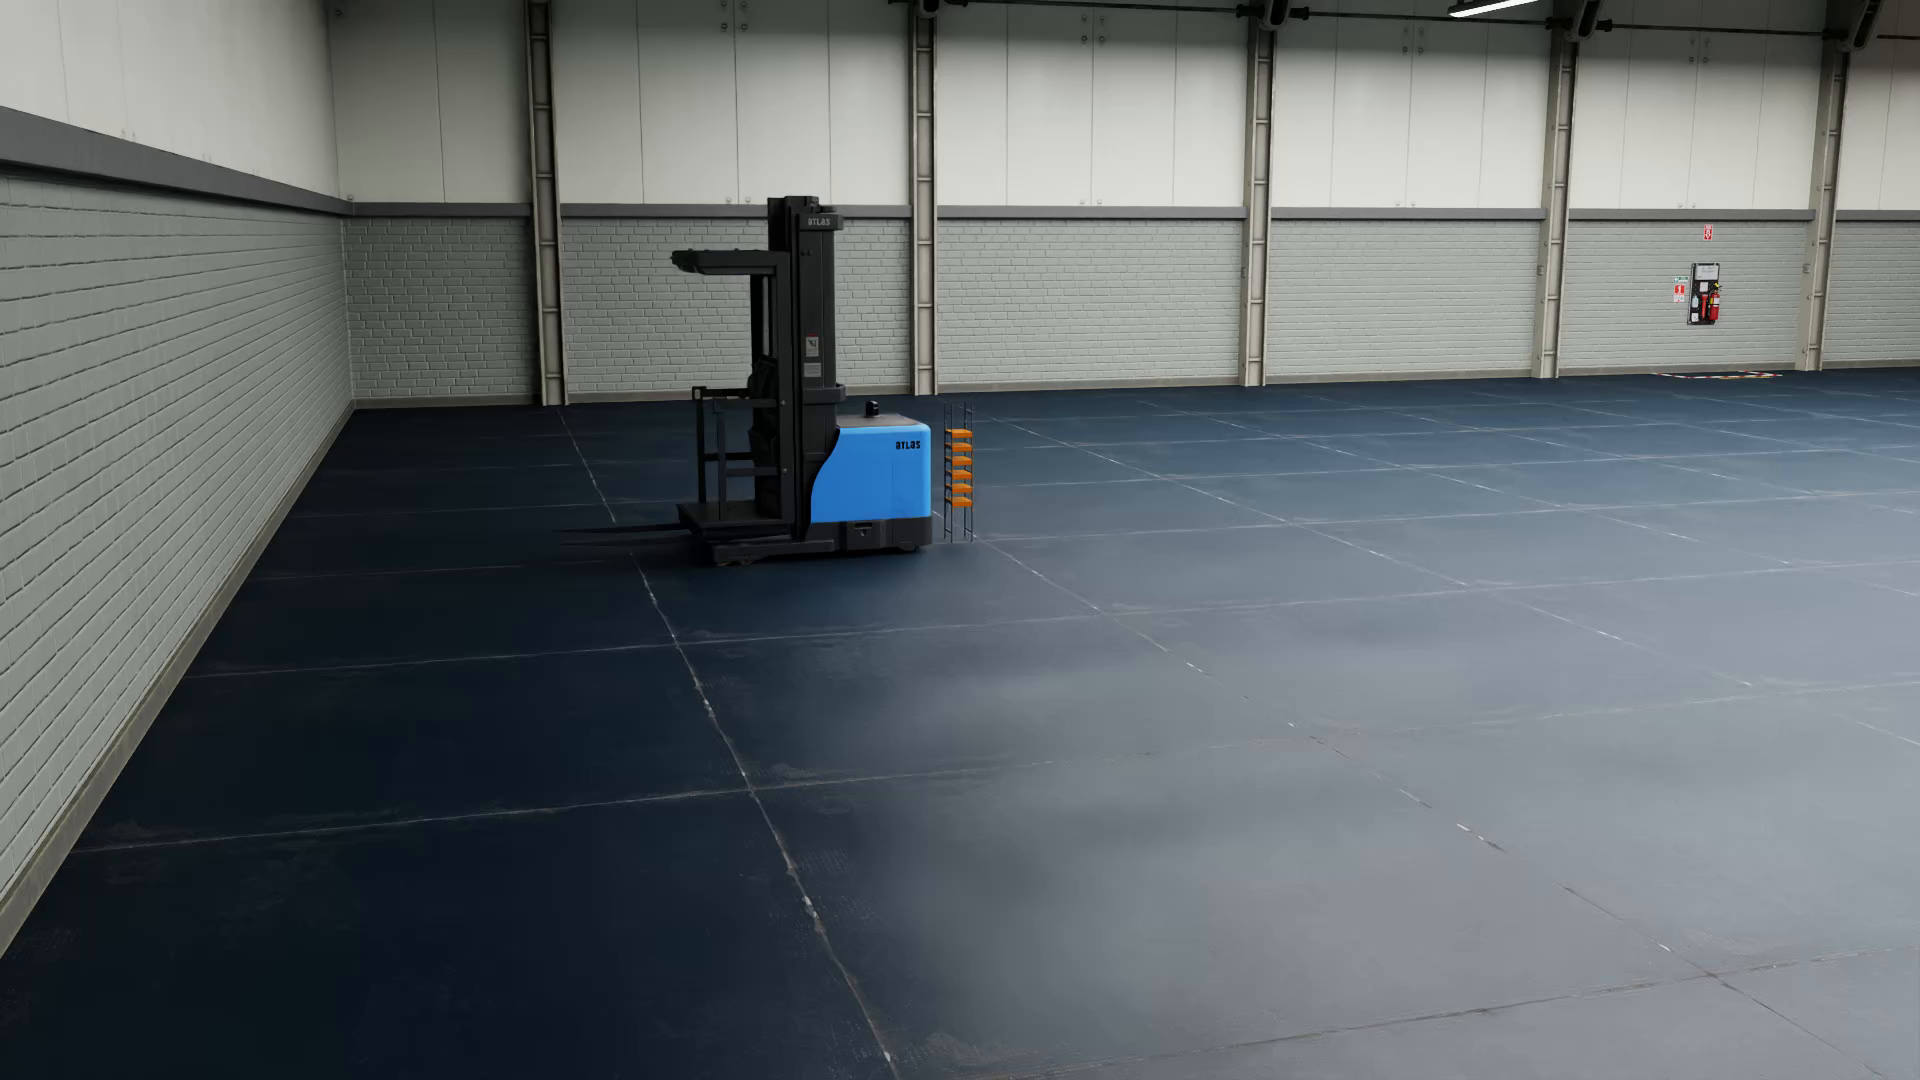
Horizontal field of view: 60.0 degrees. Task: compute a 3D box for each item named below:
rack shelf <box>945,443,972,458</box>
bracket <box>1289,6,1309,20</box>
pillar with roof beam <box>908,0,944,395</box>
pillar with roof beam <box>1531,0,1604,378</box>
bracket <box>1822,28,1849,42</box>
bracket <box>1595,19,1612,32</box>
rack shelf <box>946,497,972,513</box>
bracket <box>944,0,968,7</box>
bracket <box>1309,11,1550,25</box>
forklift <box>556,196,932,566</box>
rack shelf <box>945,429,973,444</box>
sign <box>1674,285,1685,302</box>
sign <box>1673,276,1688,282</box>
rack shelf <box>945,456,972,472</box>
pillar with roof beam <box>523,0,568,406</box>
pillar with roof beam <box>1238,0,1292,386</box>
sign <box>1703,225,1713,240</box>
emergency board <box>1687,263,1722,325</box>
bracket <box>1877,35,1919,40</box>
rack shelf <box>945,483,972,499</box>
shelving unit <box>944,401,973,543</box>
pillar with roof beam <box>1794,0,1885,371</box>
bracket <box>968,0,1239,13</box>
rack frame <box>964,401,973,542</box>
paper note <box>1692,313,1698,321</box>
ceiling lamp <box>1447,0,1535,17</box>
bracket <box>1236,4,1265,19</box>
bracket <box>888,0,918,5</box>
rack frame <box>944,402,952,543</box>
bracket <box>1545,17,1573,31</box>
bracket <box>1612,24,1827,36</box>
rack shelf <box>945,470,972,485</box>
[{"bbox_3d":[-0.014,-0.782,14.398,0.180,0.103,0.258,-3,11,-16],"label":"rack shelf"},{"bbox_3d":[5.655,-8.894,28.064,0.430,0.232,0.235,-3,11,-16],"label":"bracket"},{"bbox_3d":[0.599,-6.113,22.896,0.548,9.000,9.100,-3,11,-16],"label":"pillar with roof beam"},{"bbox_3d":[12.121,-6.720,26.195,0.548,9.000,9.100,-3,11,-16],"label":"pillar with roof beam"},{"bbox_3d":[16.380,-9.460,31.134,0.430,0.232,0.235,-3,11,-16],"label":"bracket"},{"bbox_3d":[11.416,-9.198,29.713,0.430,0.232,0.235,-3,11,-16],"label":"bracket"},{"bbox_3d":[-0.014,-0.310,14.485,0.180,0.103,0.258,-3,11,-16],"label":"rack shelf"},{"bbox_3d":[-0.106,-8.591,26.414,0.430,0.232,0.235,-3,11,-16],"label":"bracket"},{"bbox_3d":[8.129,-9.025,28.772,4.783,0.066,0.076,-3,11,-16],"label":"bracket"},{"bbox_3d":[-1.808,-1.337,13.715,3.031,2.935,1.130,-3,11,-18],"label":"forklift"},{"bbox_3d":[-0.014,-0.900,14.377,0.180,0.103,0.258,-3,11,-16],"label":"rack shelf"},{"bbox_3d":[13.736,-4.711,31.751,0.234,0.329,0.001,-3,11,-16],"label":"sign"},{"bbox_3d":[13.743,-4.970,31.696,0.331,0.109,0.001,-3,11,-16],"label":"sign"},{"bbox_3d":[-0.014,-0.664,14.420,0.180,0.103,0.258,-3,11,-16],"label":"rack shelf"},{"bbox_3d":[-5.161,-5.809,21.247,0.548,9.000,9.100,-3,11,-16],"label":"pillar with roof beam"},{"bbox_3d":[6.360,-6.416,24.546,0.548,9.000,9.100,-3,11,-16],"label":"pillar with roof beam"},{"bbox_3d":[14.260,-5.860,31.691,0.199,0.298,0.001,-3,11,-16],"label":"sign"},{"bbox_3d":[14.295,-4.703,31.809,0.643,1.169,0.194,-3,11,-16],"label":"emergency board"},{"bbox_3d":[19.650,-9.632,32.070,4.783,0.066,0.076,-3,11,-16],"label":"bracket"},{"bbox_3d":[-0.014,-0.428,14.464,0.180,0.103,0.258,-3,11,-16],"label":"rack shelf"},{"bbox_3d":[-0.014,-0.589,14.434,0.189,1.200,0.258,-3,11,-16],"label":"shelving unit"},{"bbox_3d":[17.882,-7.024,27.844,0.548,9.000,9.100,-3,11,-16],"label":"pillar with roof beam"},{"bbox_3d":[2.368,-8.721,27.123,4.783,0.066,0.076,-3,11,-16],"label":"bracket"},{"bbox_3d":[0.074,-0.594,14.459,0.006,1.200,0.240,-3,11,-16],"label":"rack frame"},{"bbox_3d":[14.106,-4.273,31.905,0.142,0.148,0.016,-3,11,-16],"label":"paper note"},{"bbox_3d":[7.479,-9.222,23.666,0.800,3.185,2.000,-3,11,-16],"label":"ceiling lamp"},{"bbox_3d":[4.858,-8.852,27.835,0.430,0.232,0.235,-3,11,-16],"label":"bracket"},{"bbox_3d":[-0.903,-8.549,26.186,0.430,0.232,0.235,-3,11,-16],"label":"bracket"},{"bbox_3d":[-0.102,-0.585,14.409,0.006,1.200,0.240,-3,11,-16],"label":"rack frame"},{"bbox_3d":[10.619,-9.156,29.485,0.430,0.232,0.235,-3,11,-16],"label":"bracket"},{"bbox_3d":[13.889,-9.328,30.421,4.783,0.066,0.076,-3,11,-16],"label":"bracket"},{"bbox_3d":[-0.014,-0.546,14.442,0.180,0.103,0.258,-3,11,-16],"label":"rack shelf"}]
